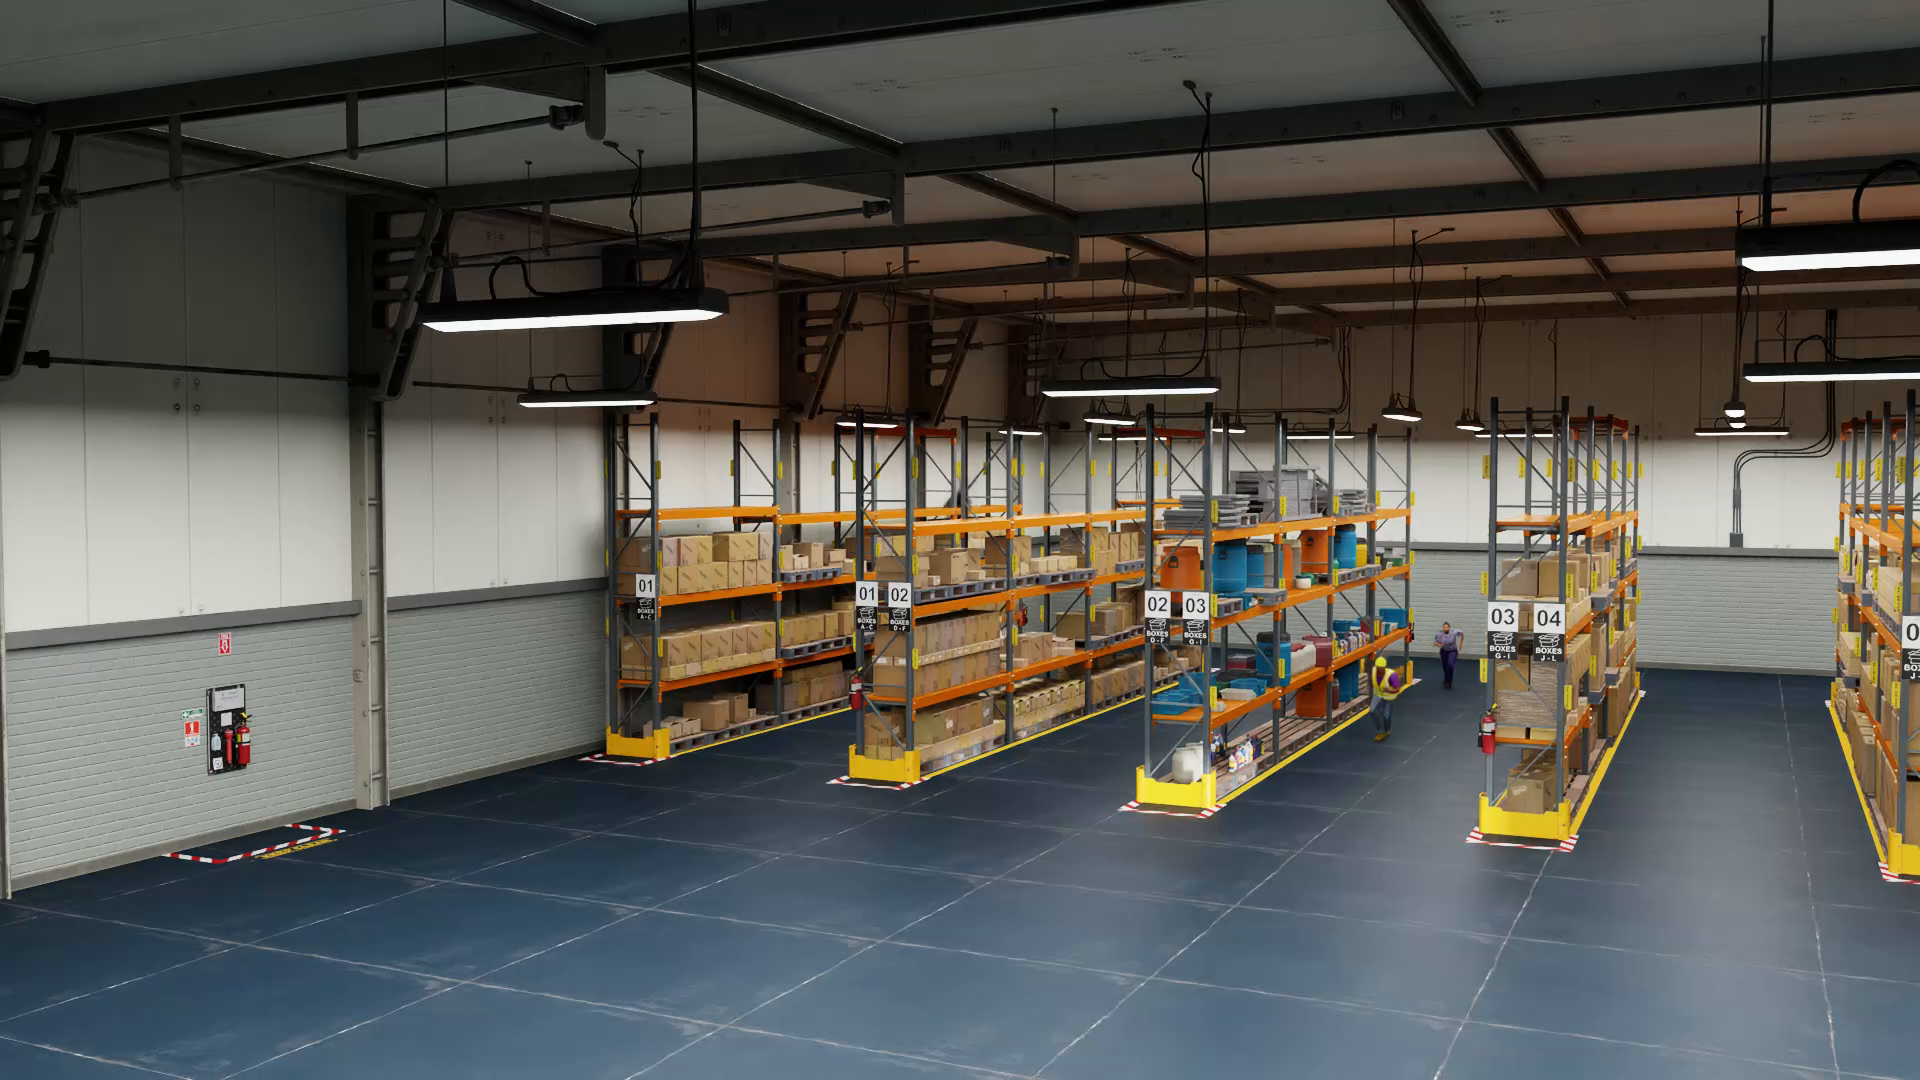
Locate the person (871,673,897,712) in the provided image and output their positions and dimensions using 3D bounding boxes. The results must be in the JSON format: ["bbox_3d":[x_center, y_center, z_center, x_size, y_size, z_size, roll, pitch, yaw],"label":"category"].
[{"bbox_3d":[-1.394,3.034,30.502,0.548,1.345,0.930,2,3,43],"label":"person"}]

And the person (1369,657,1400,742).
[{"bbox_3d":[7.821,2.900,30.657,0.699,1.570,1.117,1,3,30],"label":"person"}]

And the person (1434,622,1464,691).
[{"bbox_3d":[11.190,2.659,38.038,0.650,1.605,0.960,1,3,23],"label":"person"}]

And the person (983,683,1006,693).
[{"bbox_3d":[0.775,2.624,37.144,0.717,1.580,1.102,2,3,35],"label":"person"}]
